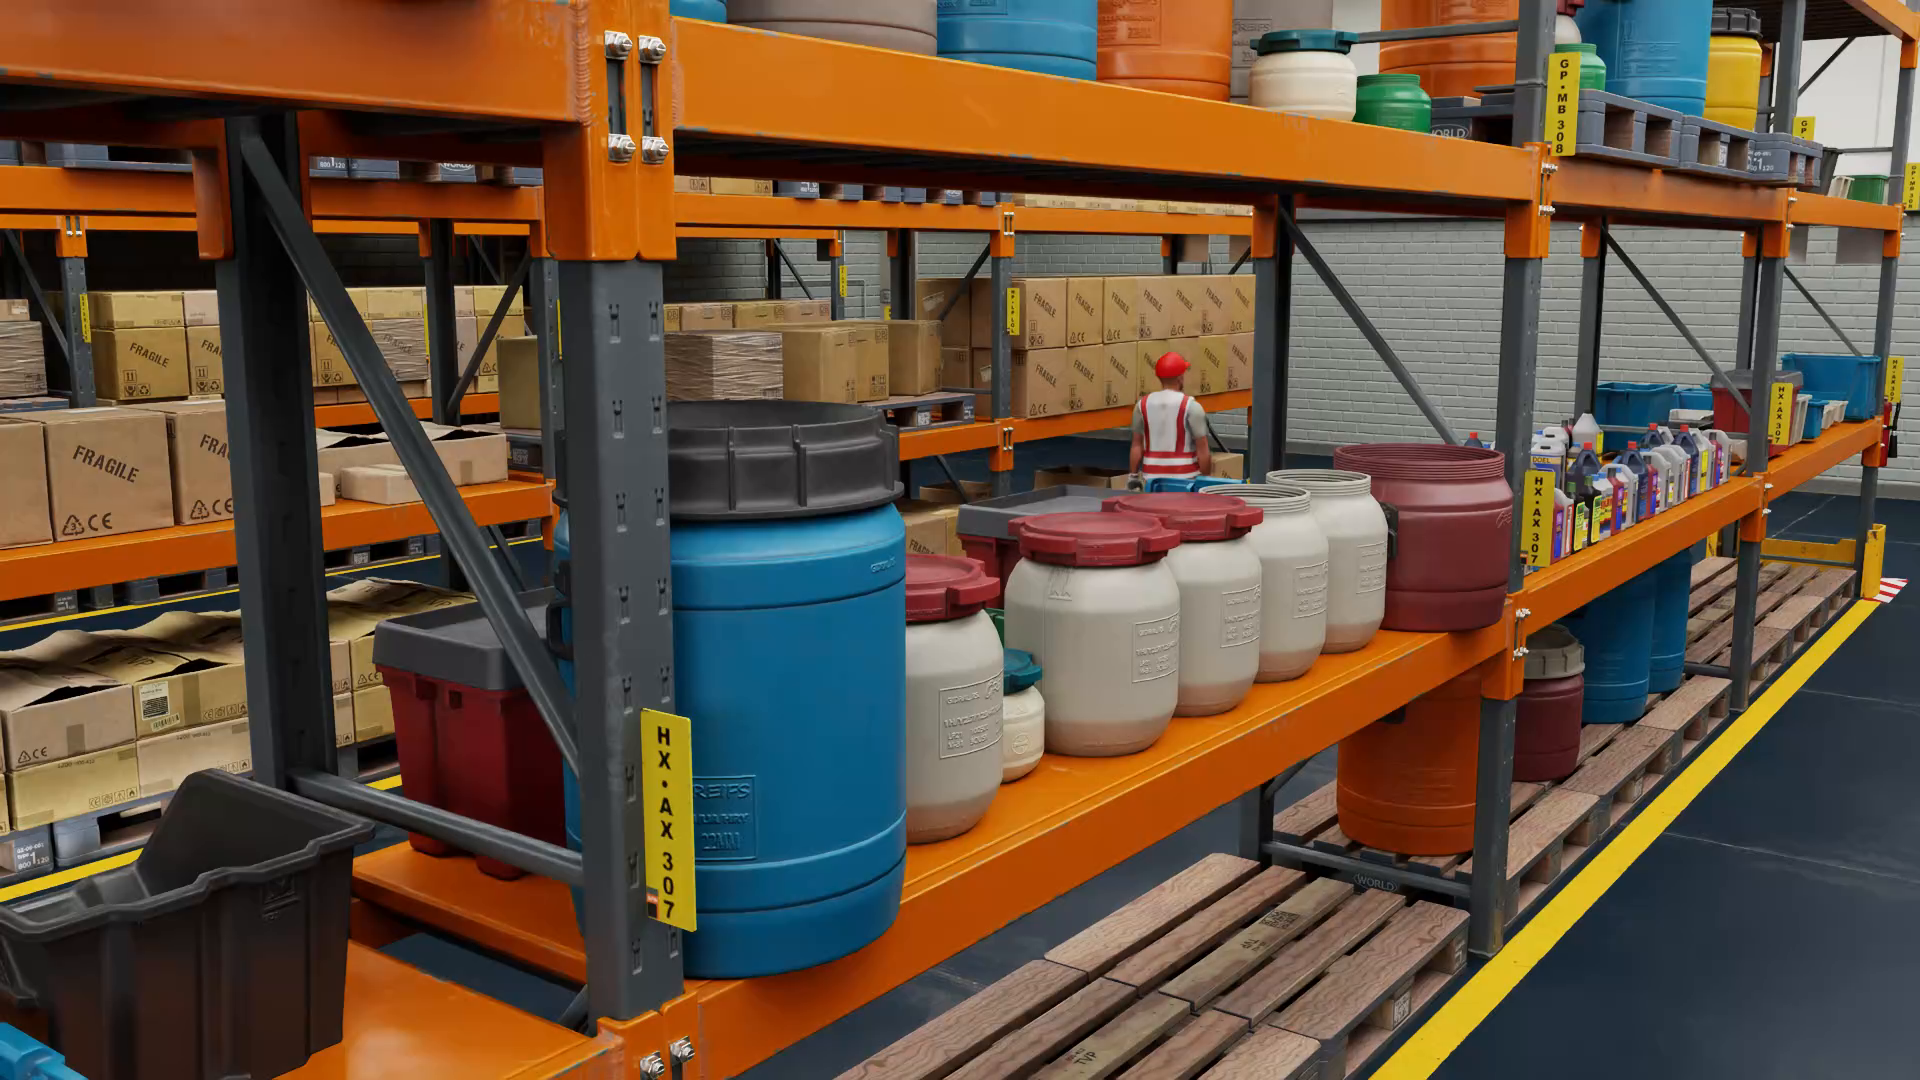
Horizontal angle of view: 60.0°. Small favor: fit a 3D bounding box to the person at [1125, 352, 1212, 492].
[{"bbox_3d":[1.488,-0.405,11.616,0.598,1.818,0.492,7,12,34],"label":"person"}]
